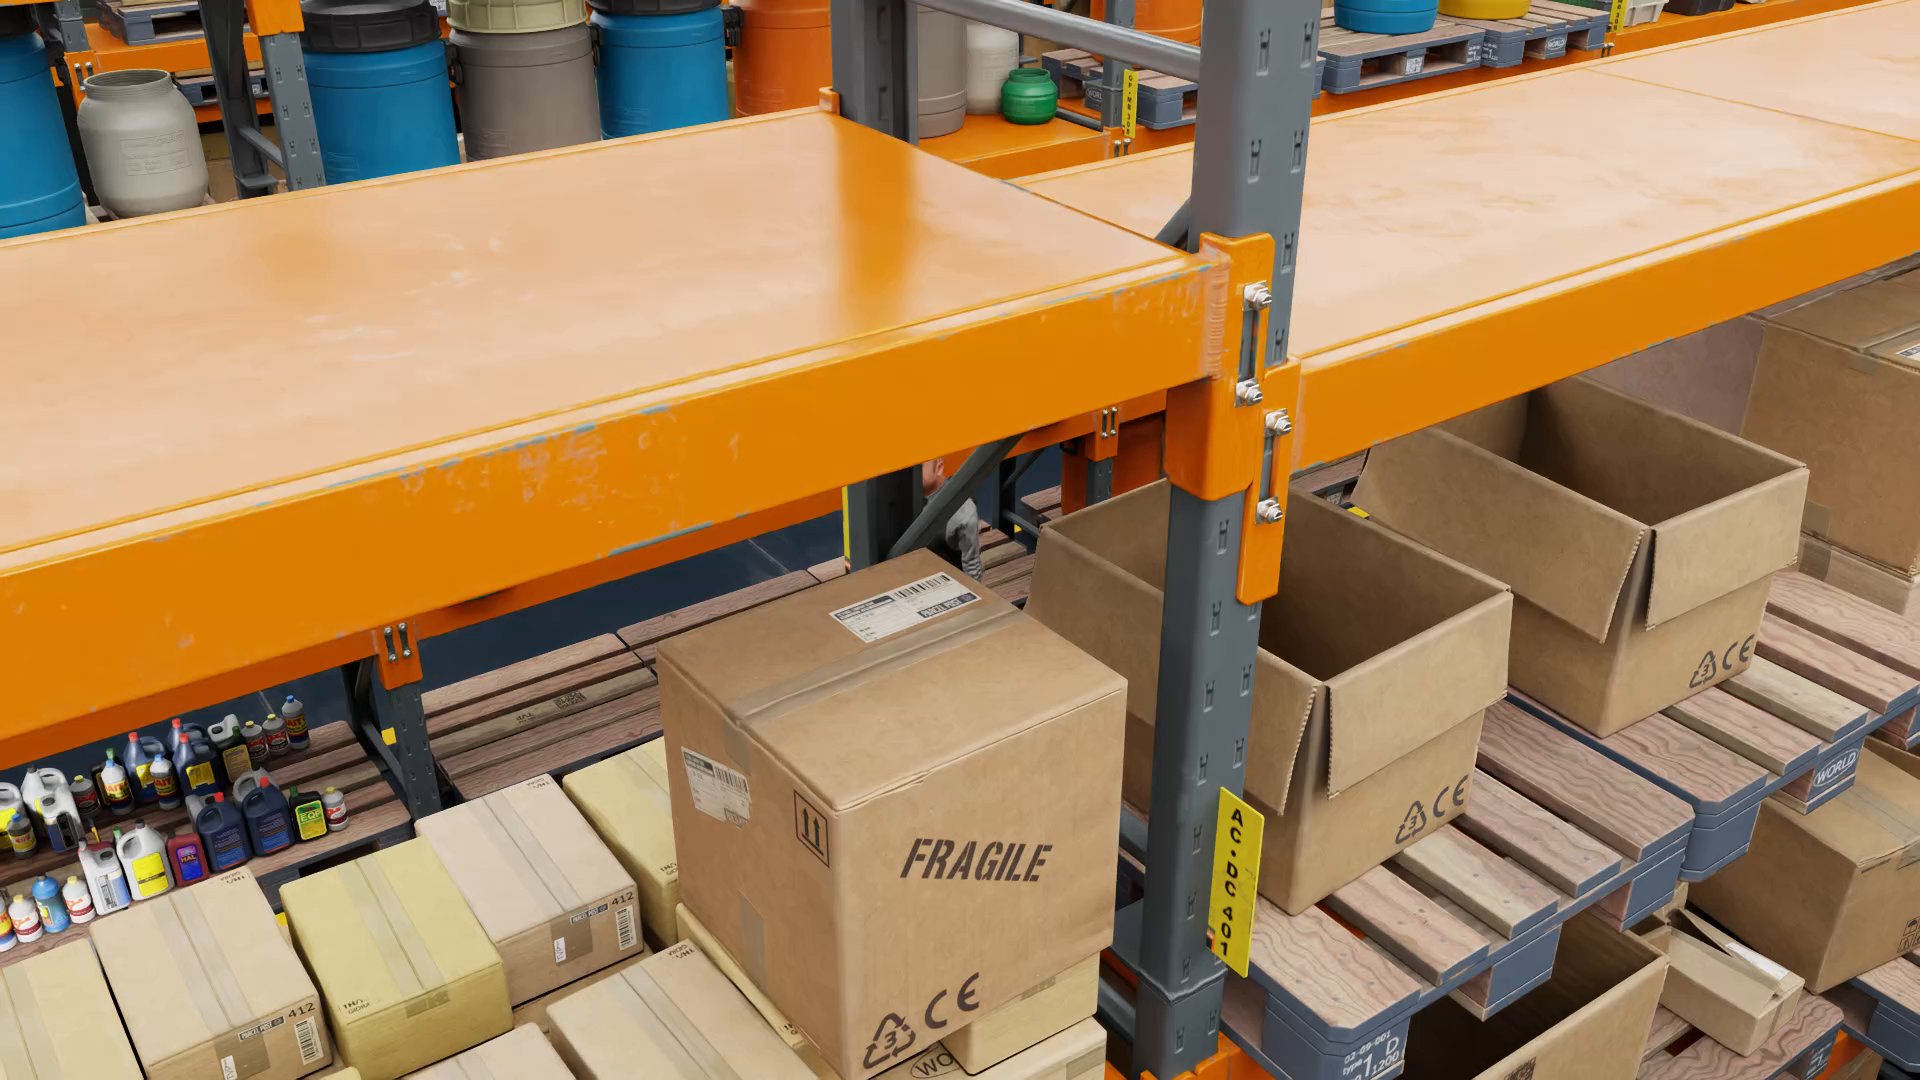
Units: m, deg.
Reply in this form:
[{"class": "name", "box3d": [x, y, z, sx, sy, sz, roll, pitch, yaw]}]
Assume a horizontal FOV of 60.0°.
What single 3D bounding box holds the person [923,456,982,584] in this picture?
[{"class": "person", "box3d": [-0.127, 0.333, 8.076, 0.566, 1.720, 0.483, 20, 34, 33]}]
